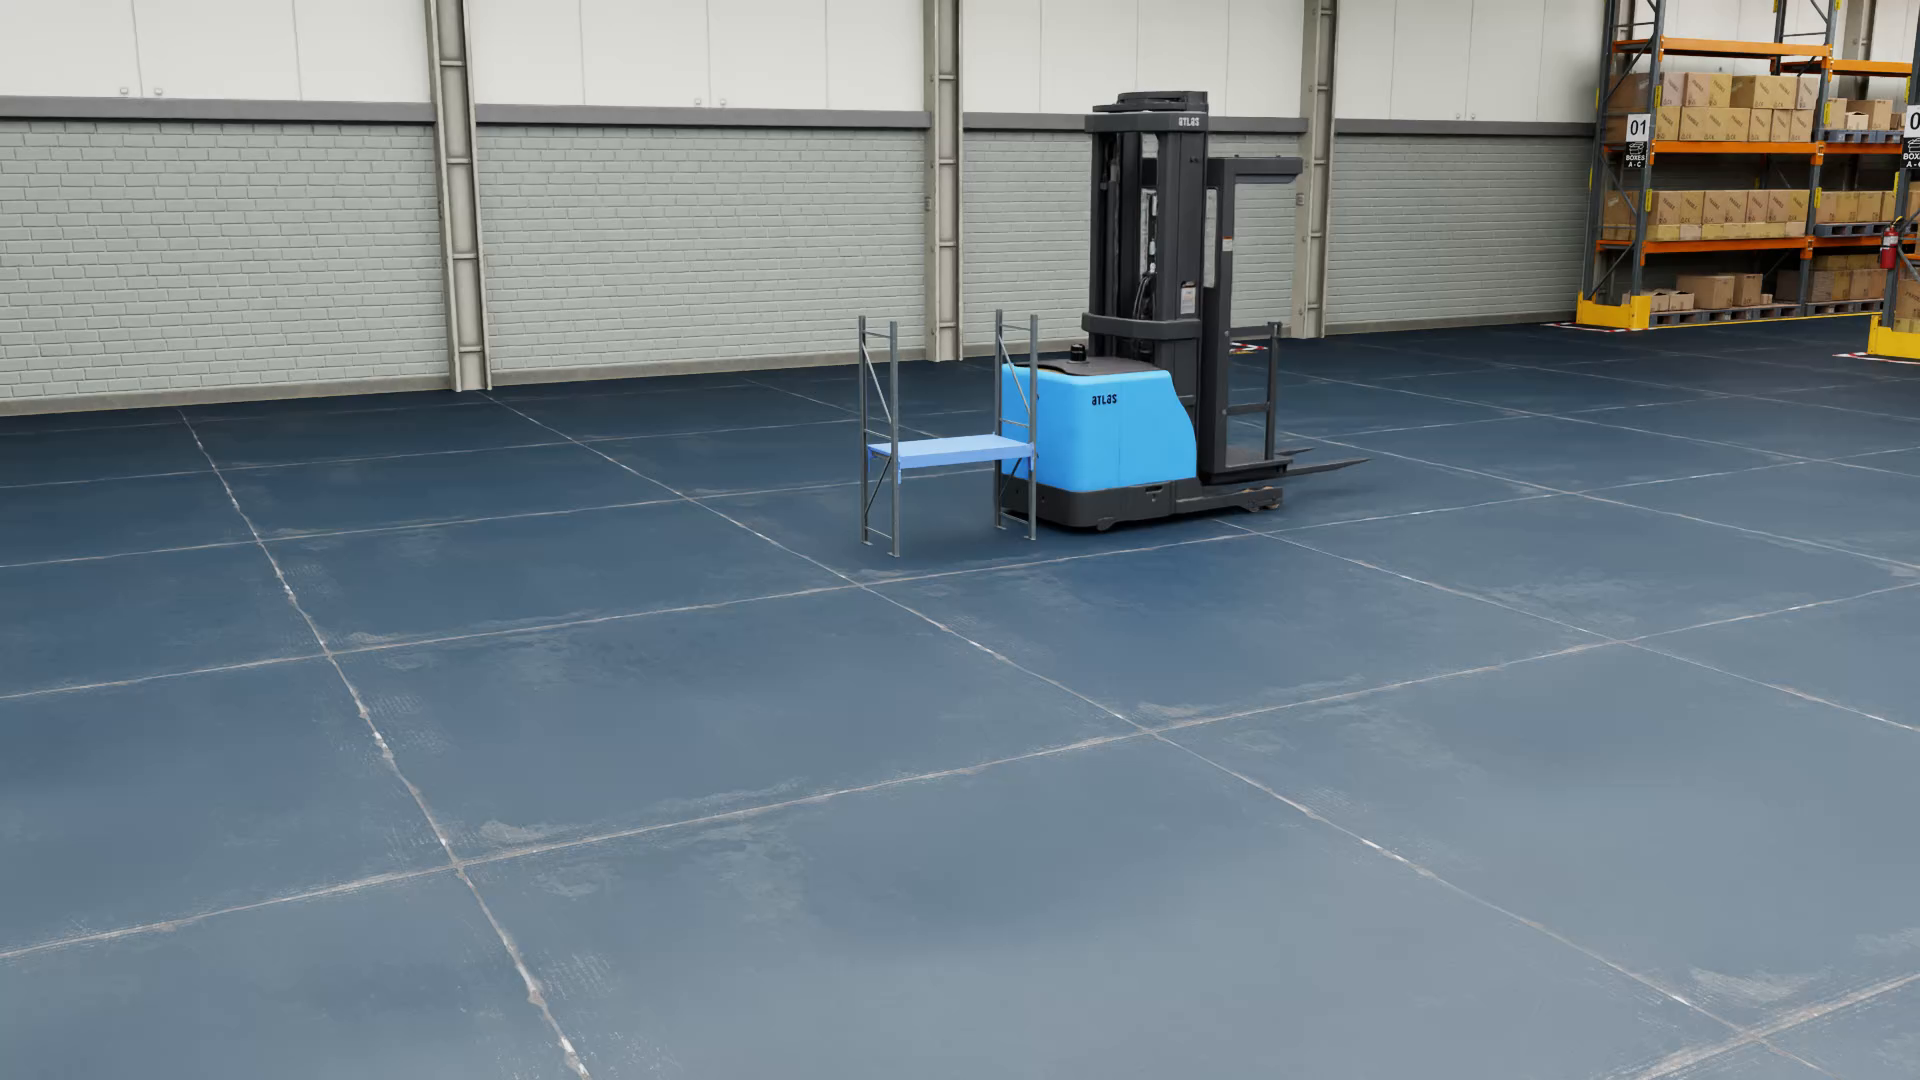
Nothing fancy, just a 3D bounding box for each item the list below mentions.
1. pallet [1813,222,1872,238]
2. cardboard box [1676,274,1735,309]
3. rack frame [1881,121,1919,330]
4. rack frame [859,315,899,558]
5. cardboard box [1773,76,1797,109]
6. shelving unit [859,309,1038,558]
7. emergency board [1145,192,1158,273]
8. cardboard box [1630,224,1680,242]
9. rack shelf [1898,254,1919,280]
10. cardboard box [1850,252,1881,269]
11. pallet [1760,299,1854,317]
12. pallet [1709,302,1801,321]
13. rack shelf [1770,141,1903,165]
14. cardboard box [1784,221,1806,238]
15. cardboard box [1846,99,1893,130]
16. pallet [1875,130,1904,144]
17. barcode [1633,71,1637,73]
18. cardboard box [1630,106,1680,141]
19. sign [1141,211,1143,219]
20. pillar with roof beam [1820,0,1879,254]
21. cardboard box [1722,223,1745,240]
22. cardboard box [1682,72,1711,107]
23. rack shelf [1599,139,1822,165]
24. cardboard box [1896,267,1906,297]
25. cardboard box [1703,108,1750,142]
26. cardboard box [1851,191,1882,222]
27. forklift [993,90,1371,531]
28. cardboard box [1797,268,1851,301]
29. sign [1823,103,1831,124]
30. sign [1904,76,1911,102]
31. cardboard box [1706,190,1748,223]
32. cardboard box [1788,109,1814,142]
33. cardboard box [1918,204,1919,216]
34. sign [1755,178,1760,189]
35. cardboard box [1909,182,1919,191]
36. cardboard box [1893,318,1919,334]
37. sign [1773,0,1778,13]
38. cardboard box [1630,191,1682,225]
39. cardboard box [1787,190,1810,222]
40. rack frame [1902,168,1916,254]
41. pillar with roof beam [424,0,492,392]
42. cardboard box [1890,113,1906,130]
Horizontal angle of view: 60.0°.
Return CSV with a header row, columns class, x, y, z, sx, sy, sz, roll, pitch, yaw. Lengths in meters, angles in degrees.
class,x,y,z,sx,sy,sz,roll,pitch,yaw
pallet,14.376,-5.188,27.769,1.213,0.211,1.003,-7,14,-28
cardboard box,11.943,-3.987,26.684,0.500,0.500,0.700,-8,15,-31
rack frame,12.501,-3.855,21.405,0.127,3.000,1.000,-7,14,-28
rack frame,-0.521,-0.669,10.667,0.032,1.500,0.500,-7,14,-28
cardboard box,12.847,-7.074,26.330,0.500,0.500,0.500,-6,14,-25
shelving unit,-0.075,-0.723,10.905,1.048,1.500,0.538,-7,14,-28
emergency board,2.871,-4.165,22.786,0.643,1.169,0.194,-7,14,-28
cardboard box,10.705,-4.736,25.616,0.500,0.250,0.500,-7,15,-29
rack shelf,14.257,-3.714,22.419,4.000,0.370,1.077,-7,14,-28
cardboard box,15.560,-4.823,28.690,0.500,0.250,0.500,-7,14,-28
pallet,14.318,-3.951,28.186,1.213,0.211,1.003,-7,14,-28
pallet,13.063,-3.792,27.477,1.213,0.211,1.003,-7,14,-28
rack shelf,15.391,-6.552,28.199,4.000,0.370,1.077,-7,14,-28
cardboard box,13.365,-5.058,27.048,0.500,0.250,0.500,-7,14,-28
cardboard box,15.236,-7.119,27.892,0.500,0.500,0.500,-7,15,-30
pallet,15.137,-6.756,27.891,1.003,0.211,1.213,-7,14,-28
barcode,10.508,-7.273,25.889,0.075,0.075,0.001,-7,14,-28
cardboard box,10.538,-6.318,25.245,0.500,0.500,0.500,-6,14,-26
sign,2.344,-4.402,22.548,0.331,0.109,0.001,-7,14,-28
pillar with roof beam,17.654,-7.778,25.173,0.400,9.000,9.100,-7,14,-28
cardboard box,12.049,-4.898,26.338,0.500,0.250,0.500,-7,14,-27
cardboard box,11.044,-6.855,25.356,0.500,0.500,0.500,-7,14,-29
rack shelf,11.880,-6.132,26.330,4.000,0.370,1.077,-7,14,-28
cardboard box,16.032,-4.528,29.088,0.500,0.500,0.700,-7,14,-28
cardboard box,11.940,-6.483,25.980,0.500,0.500,0.500,-6,14,-24
cardboard box,15.155,-5.673,28.254,0.500,0.500,0.700,-5,14,-20
forklift,1.745,-1.717,12.064,3.031,2.935,1.130,-8,15,-33
cardboard box,14.703,-4.369,28.384,0.500,0.500,0.700,-7,15,-29
sign,13.902,-6.841,26.668,0.005,0.325,0.100,-7,14,-28
sign,12.254,-5.817,21.458,0.005,0.325,0.100,-7,14,-28
cardboard box,12.030,-5.263,26.253,0.500,0.500,0.500,-6,14,-26
cardboard box,13.308,-6.651,26.723,0.500,0.500,0.500,-6,14,-26
cardboard box,12.745,-4.297,21.664,0.250,0.149,0.380,-7,15,-29
sign,13.366,-5.901,27.861,0.005,0.325,0.100,-7,14,-28
cardboard box,16.583,-6.152,28.904,0.250,0.149,0.380,-10,16,-37
cardboard box,12.830,-2.831,22.164,0.500,0.250,0.500,-7,14,-28
sign,13.364,-8.796,27.209,0.005,0.325,0.100,-7,14,-28
cardboard box,10.688,-5.104,25.543,0.500,0.500,0.500,-7,14,-28
cardboard box,13.369,-5.423,26.961,0.500,0.500,0.500,-7,14,-28
rack frame,17.146,-5.650,29.385,0.127,3.000,1.000,-7,14,-28
pillar with roof beam,-3.412,-5.253,13.954,0.400,9.000,9.100,-7,14,-28
cardboard box,15.964,-7.055,28.515,0.637,0.503,0.797,-5,14,-20
